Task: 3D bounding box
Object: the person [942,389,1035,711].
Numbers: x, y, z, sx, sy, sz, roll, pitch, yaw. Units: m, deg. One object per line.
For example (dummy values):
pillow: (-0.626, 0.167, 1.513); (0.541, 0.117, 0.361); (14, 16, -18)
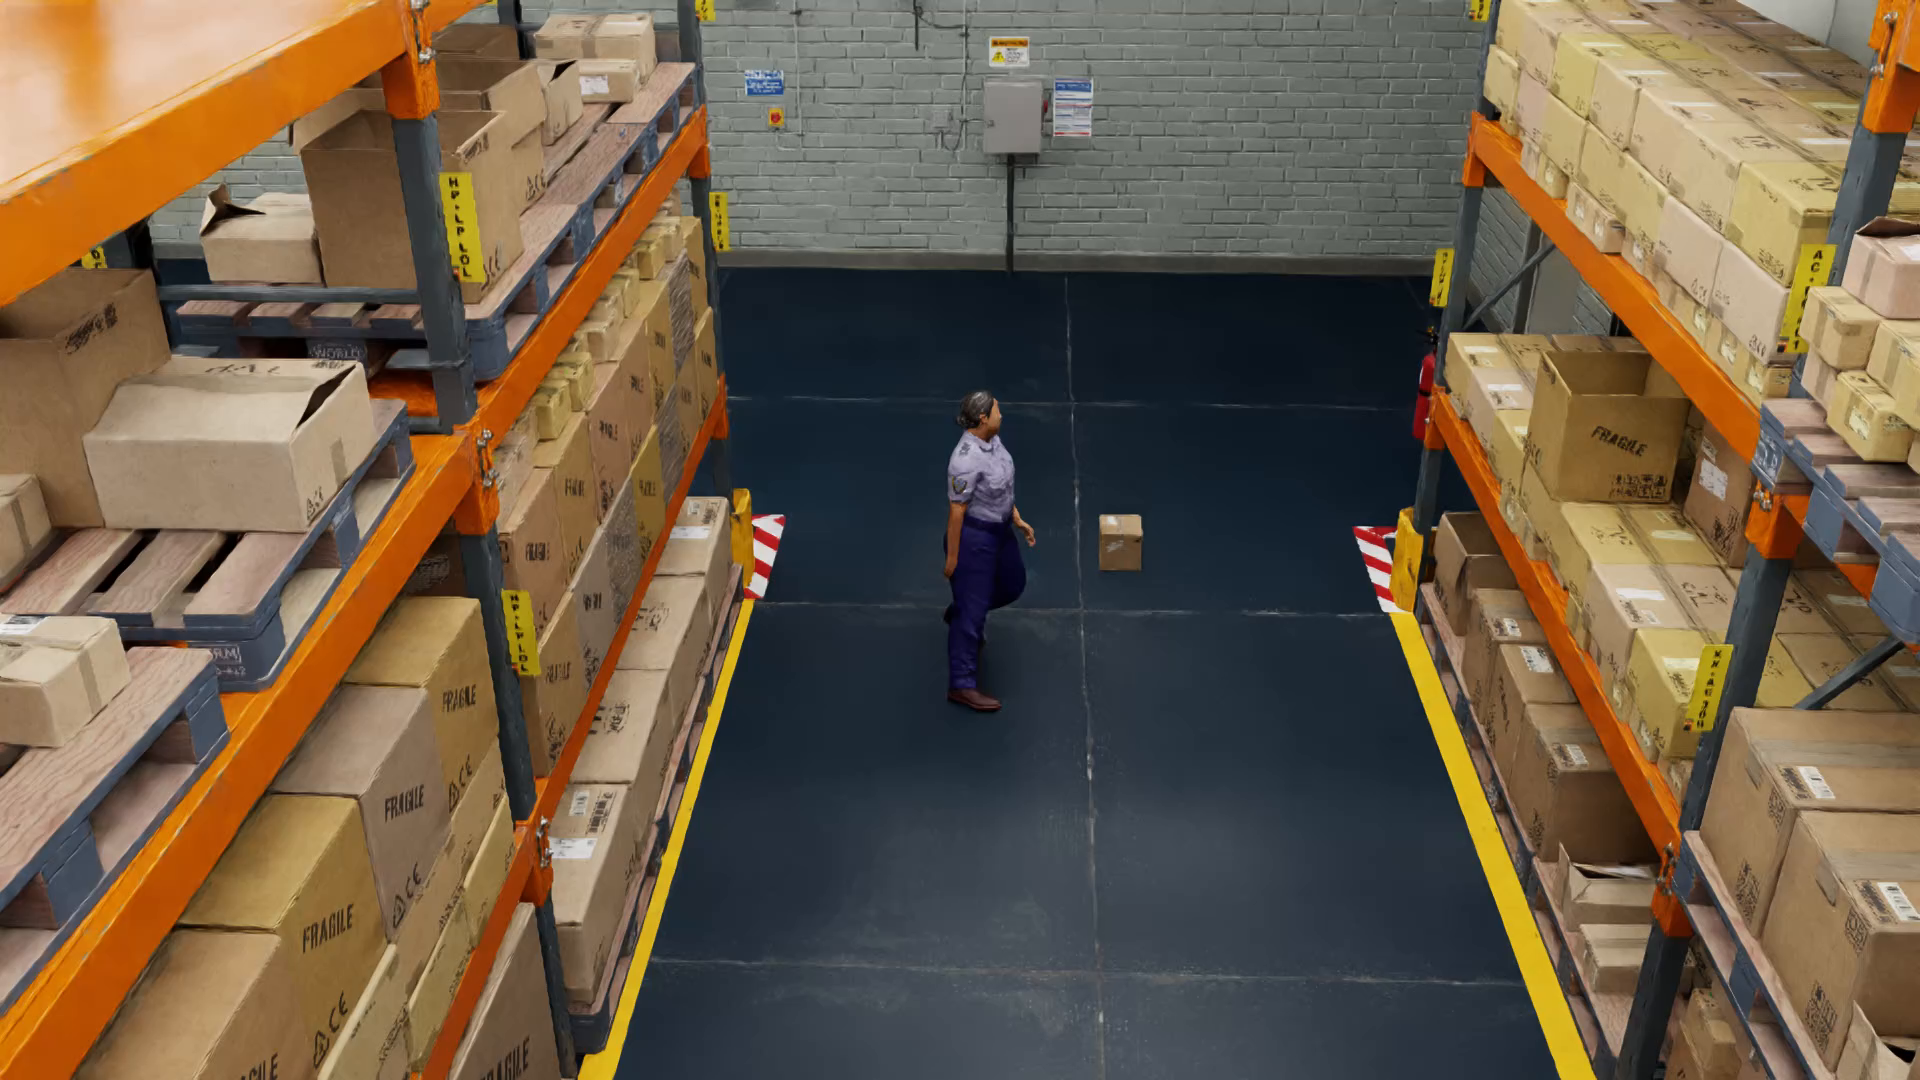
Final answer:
person: (0.099, 0.024, 8.613); (0.520, 1.626, 0.662); (7, 29, 13)
